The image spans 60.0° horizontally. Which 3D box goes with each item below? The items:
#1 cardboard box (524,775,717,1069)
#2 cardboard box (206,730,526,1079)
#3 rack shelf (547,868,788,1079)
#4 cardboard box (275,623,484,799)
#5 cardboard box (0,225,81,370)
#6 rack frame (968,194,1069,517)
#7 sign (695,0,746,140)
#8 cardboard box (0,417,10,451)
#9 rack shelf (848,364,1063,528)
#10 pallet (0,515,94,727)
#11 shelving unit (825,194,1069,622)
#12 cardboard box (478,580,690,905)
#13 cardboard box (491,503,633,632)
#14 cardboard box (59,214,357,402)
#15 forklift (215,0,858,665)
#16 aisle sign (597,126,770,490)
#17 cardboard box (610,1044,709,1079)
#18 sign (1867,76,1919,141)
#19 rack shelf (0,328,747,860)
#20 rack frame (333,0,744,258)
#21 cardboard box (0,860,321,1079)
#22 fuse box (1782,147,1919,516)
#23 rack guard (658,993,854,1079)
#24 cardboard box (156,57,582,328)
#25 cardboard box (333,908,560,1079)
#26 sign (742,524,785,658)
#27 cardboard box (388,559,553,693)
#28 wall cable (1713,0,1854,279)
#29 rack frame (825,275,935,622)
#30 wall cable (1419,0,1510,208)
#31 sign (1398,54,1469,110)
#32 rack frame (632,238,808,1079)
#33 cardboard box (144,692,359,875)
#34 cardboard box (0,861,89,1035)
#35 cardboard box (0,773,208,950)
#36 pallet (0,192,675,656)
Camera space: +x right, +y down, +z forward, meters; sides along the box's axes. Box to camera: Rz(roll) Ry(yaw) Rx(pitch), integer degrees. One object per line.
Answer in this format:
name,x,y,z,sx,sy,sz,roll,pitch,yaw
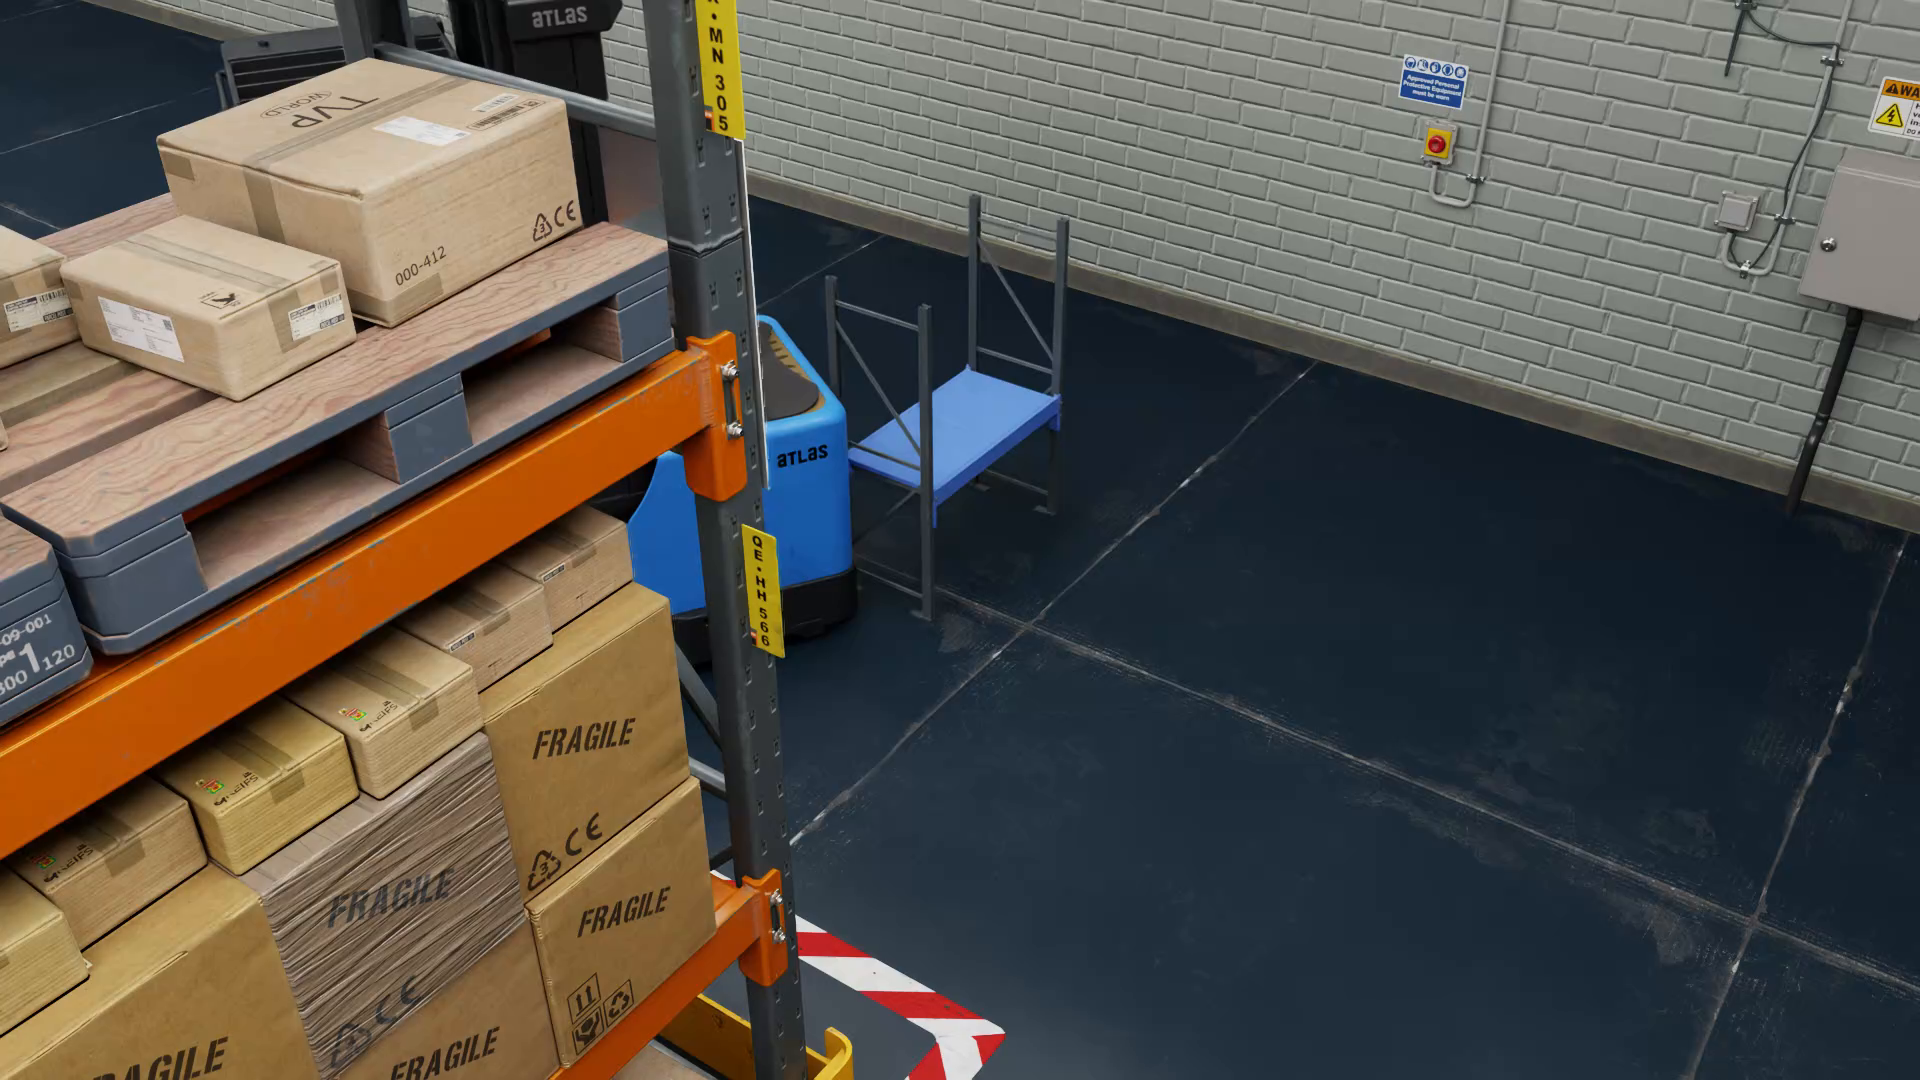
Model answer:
cardboard box,-0.930,0.778,3.833,0.500,0.500,0.500,21,40,28
cardboard box,-1.226,0.605,3.196,0.500,0.500,0.500,21,40,28
rack shelf,-2.013,1.731,3.155,1.077,0.370,4.000,21,39,28
cardboard box,-1.116,0.288,3.086,0.380,0.149,0.250,21,39,28
cardboard box,-1.682,-0.414,2.767,0.380,0.149,0.250,23,40,30
rack frame,0.253,-0.820,7.623,0.500,1.500,0.032,21,39,28
sign,-0.435,-0.884,2.982,0.100,0.325,0.005,21,39,28
cardboard box,-1.767,-0.236,2.358,0.500,0.311,0.500,22,40,29
rack shelf,-0.035,-0.436,7.378,0.538,0.185,1.000,21,39,28
pallet,-1.982,0.215,2.155,1.003,0.211,1.213,21,39,28
shelving unit,-0.035,-0.585,7.277,0.538,1.500,1.048,21,39,28
cardboard box,-0.952,0.355,3.566,0.500,0.500,0.500,23,40,30
cardboard box,-0.913,0.017,3.486,0.380,0.149,0.250,22,40,29
cardboard box,-1.229,-0.387,2.727,0.380,0.149,0.250,18,38,25
forklift,-2.005,-0.757,6.253,3.031,2.935,1.130,-14,36,-20
aisle sign,-0.577,-0.498,3.489,0.394,0.787,0.004,21,39,28
cardboard box,-1.167,1.736,4.418,0.875,0.438,0.875,20,39,27
sign,4.038,-1.807,7.007,0.339,0.242,0.001,21,39,28
rack shelf,-2.013,0.488,2.315,1.077,0.370,4.000,21,39,28
rack frame,-0.873,-1.973,2.634,1.000,3.000,0.127,21,39,28
cardboard box,-1.511,0.831,2.861,0.500,0.500,0.500,21,39,28
fuse box,3.966,-0.818,7.432,0.539,1.711,0.414,21,39,28
rack guard,-0.859,1.537,5.031,1.175,0.500,0.348,21,39,28
cardboard box,-1.055,-0.647,3.022,0.500,0.250,0.500,18,38,24
cardboard box,-1.229,1.004,3.499,0.500,0.500,0.500,20,39,27
sign,-0.435,0.115,3.658,0.100,0.325,0.005,21,39,28
cardboard box,-1.038,0.142,3.302,0.380,0.149,0.250,22,40,29
wall cable,3.495,-2.063,7.216,0.588,1.984,0.122,21,39,28
rack frame,-0.324,-0.351,6.930,0.500,1.500,0.032,21,39,28
wall cable,2.323,-2.524,7.869,0.585,1.953,0.123,21,39,28
sign,2.318,-2.245,8.151,0.327,0.218,0.001,21,39,28
rack frame,-0.873,0.513,4.314,1.000,3.000,0.127,21,39,28
cardboard box,-1.293,0.390,2.934,0.380,0.149,0.250,22,40,29
cardboard box,-1.595,0.622,2.591,0.380,0.149,0.250,22,40,29
cardboard box,-1.501,0.488,2.790,0.380,0.149,0.250,21,39,28
pallet,-1.287,-0.349,2.989,1.003,0.211,1.213,21,39,28
